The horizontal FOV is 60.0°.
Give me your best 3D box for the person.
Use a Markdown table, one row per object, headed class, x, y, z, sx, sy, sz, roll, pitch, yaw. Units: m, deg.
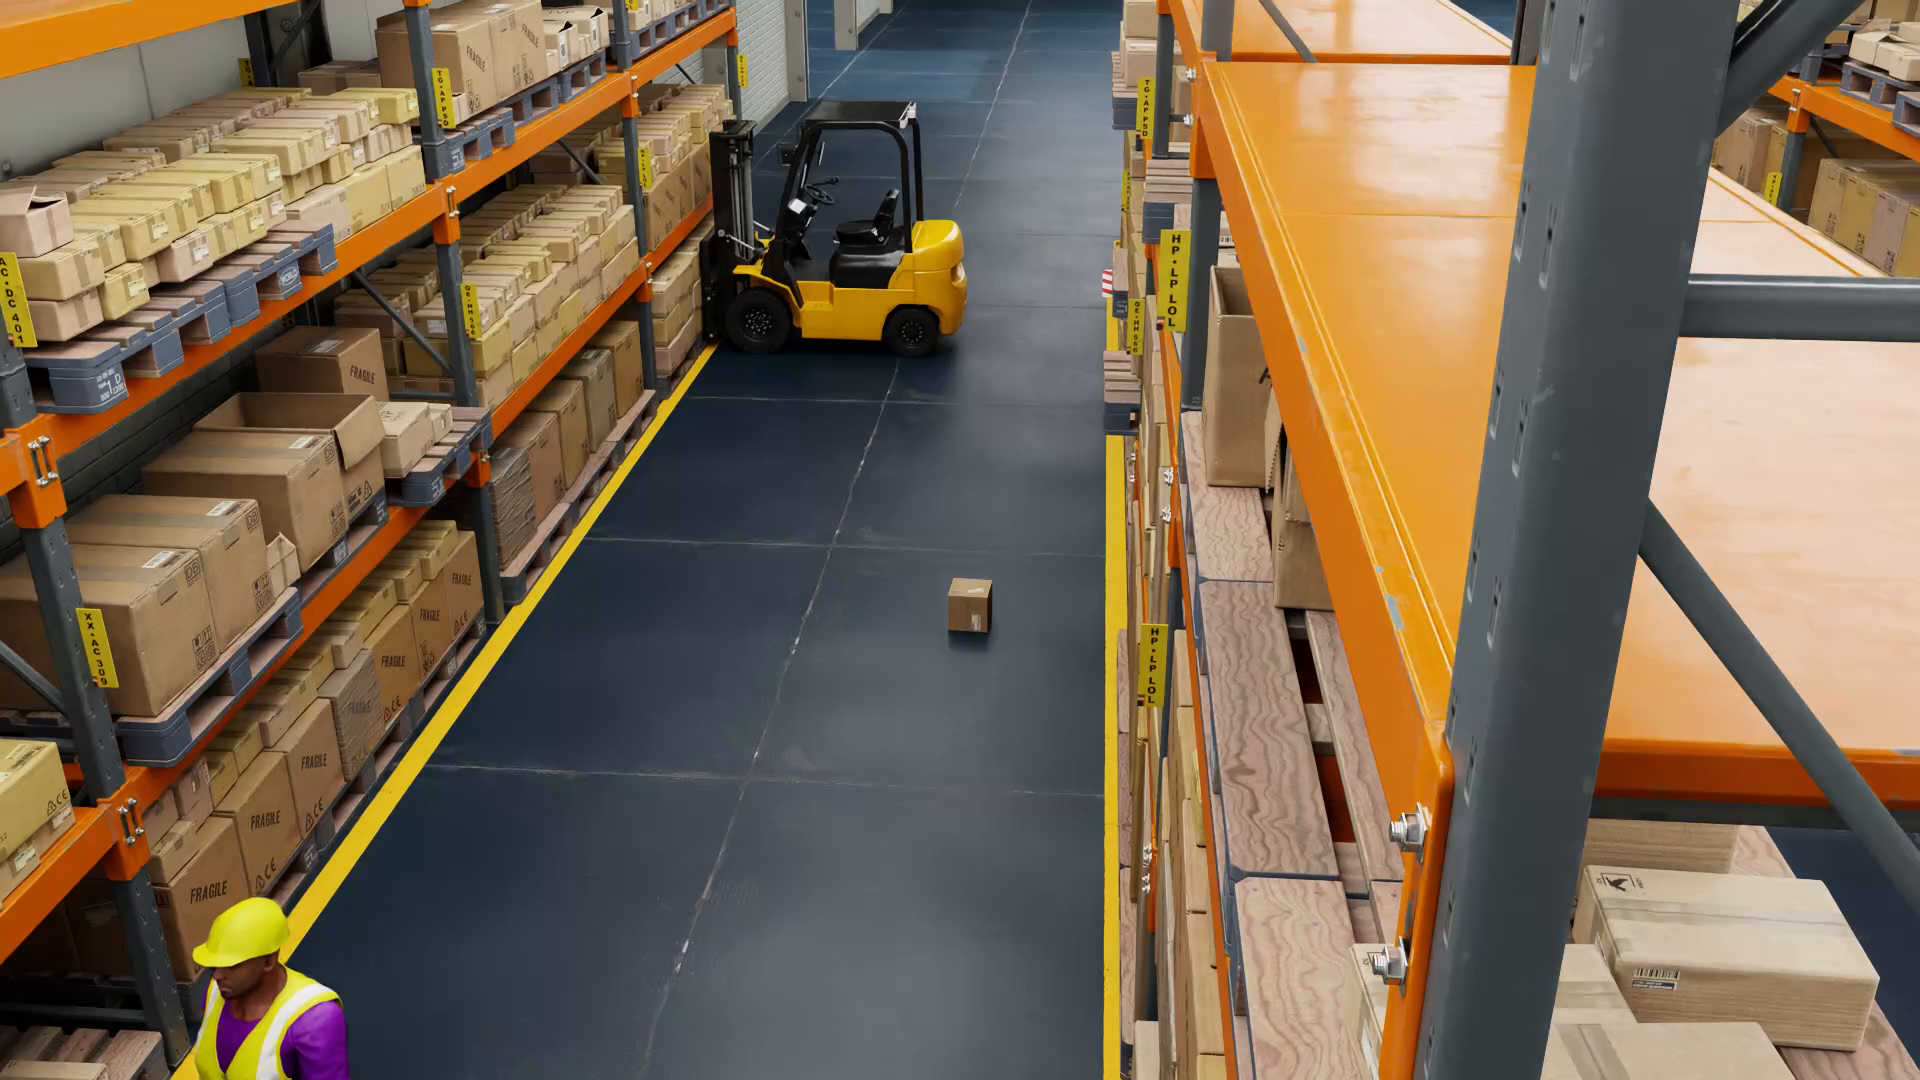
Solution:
| class | x | y | z | sx | sy | sz | roll | pitch | yaw |
| --- | --- | --- | --- | --- | --- | --- | --- | --- | --- |
| person | -2.210 | 1.968 | 5.197 | 0.589 | 1.738 | 0.820 | 9 | 26 | 19 |
